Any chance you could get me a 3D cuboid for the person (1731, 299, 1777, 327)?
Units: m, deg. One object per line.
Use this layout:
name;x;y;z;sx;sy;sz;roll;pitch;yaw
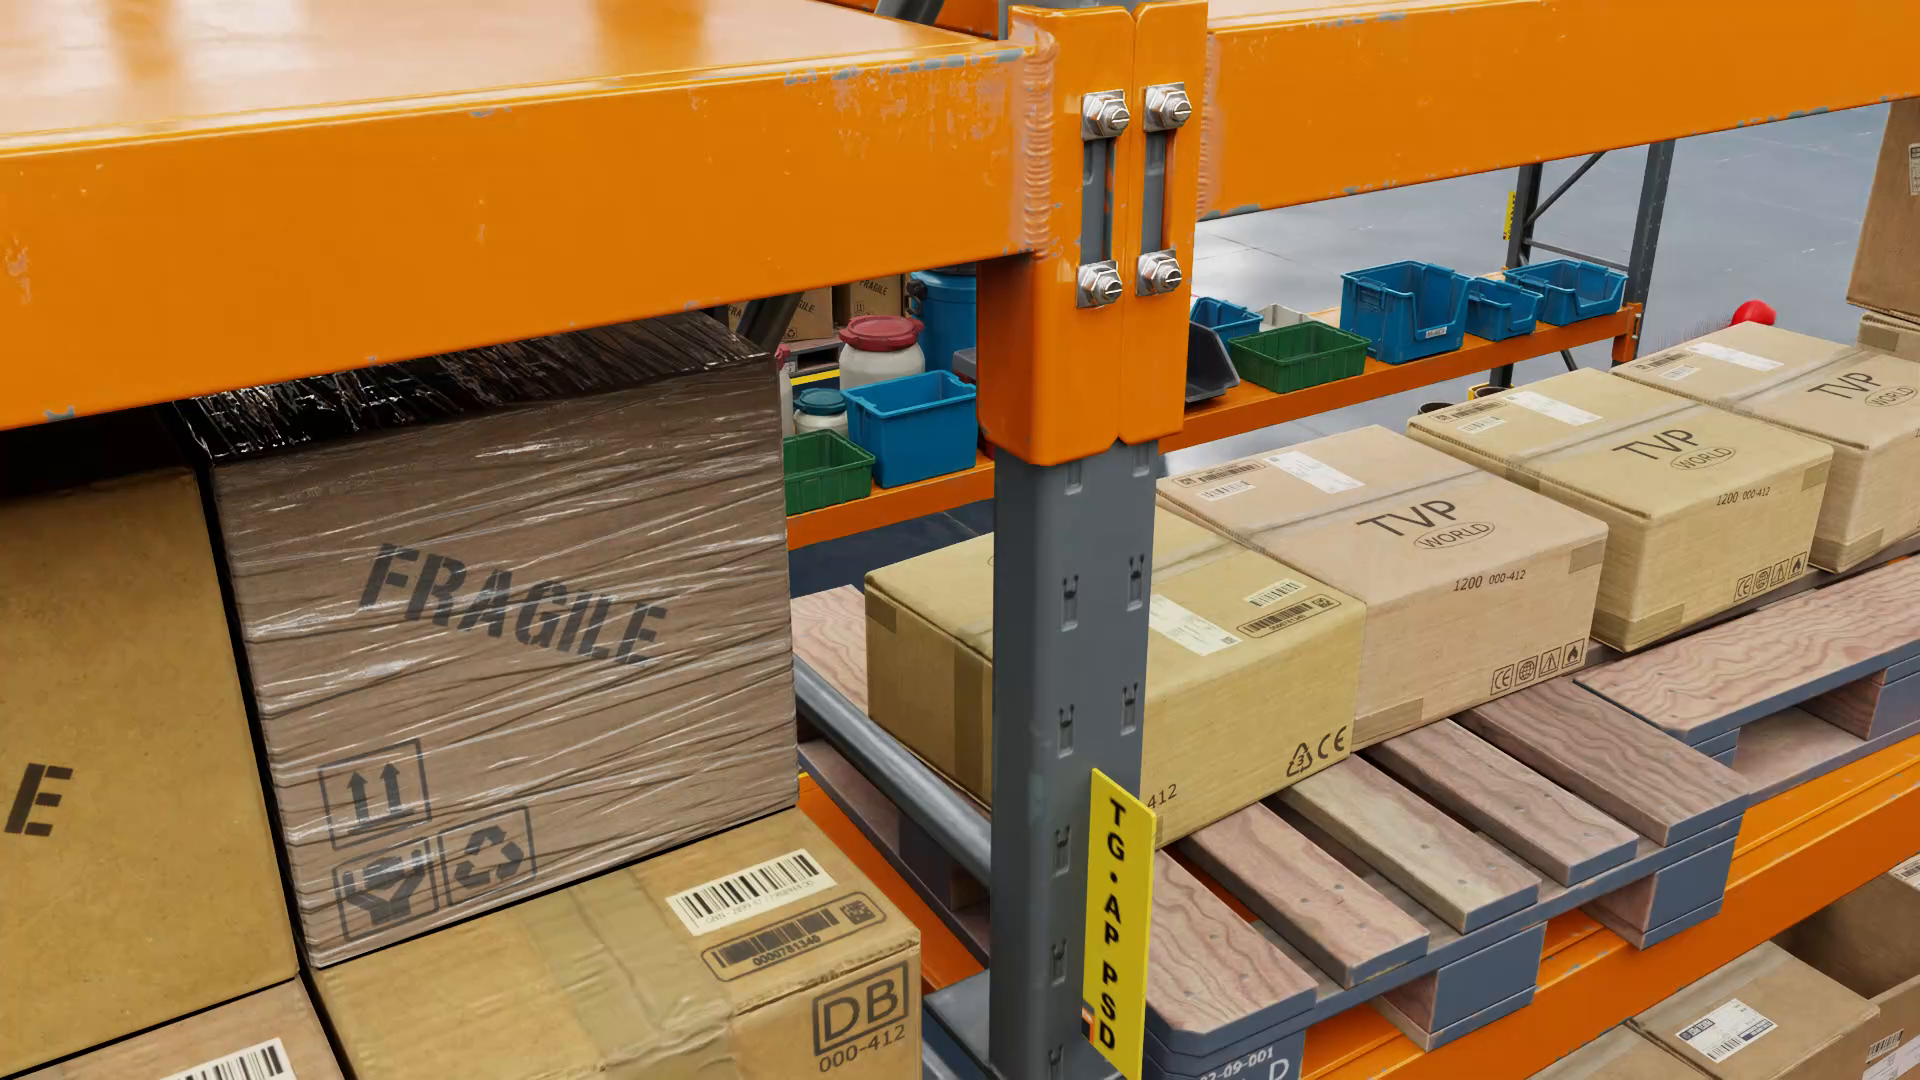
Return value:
person;4.294;-0.504;9.133;1.017;1.728;0.528;-14;28;-28
